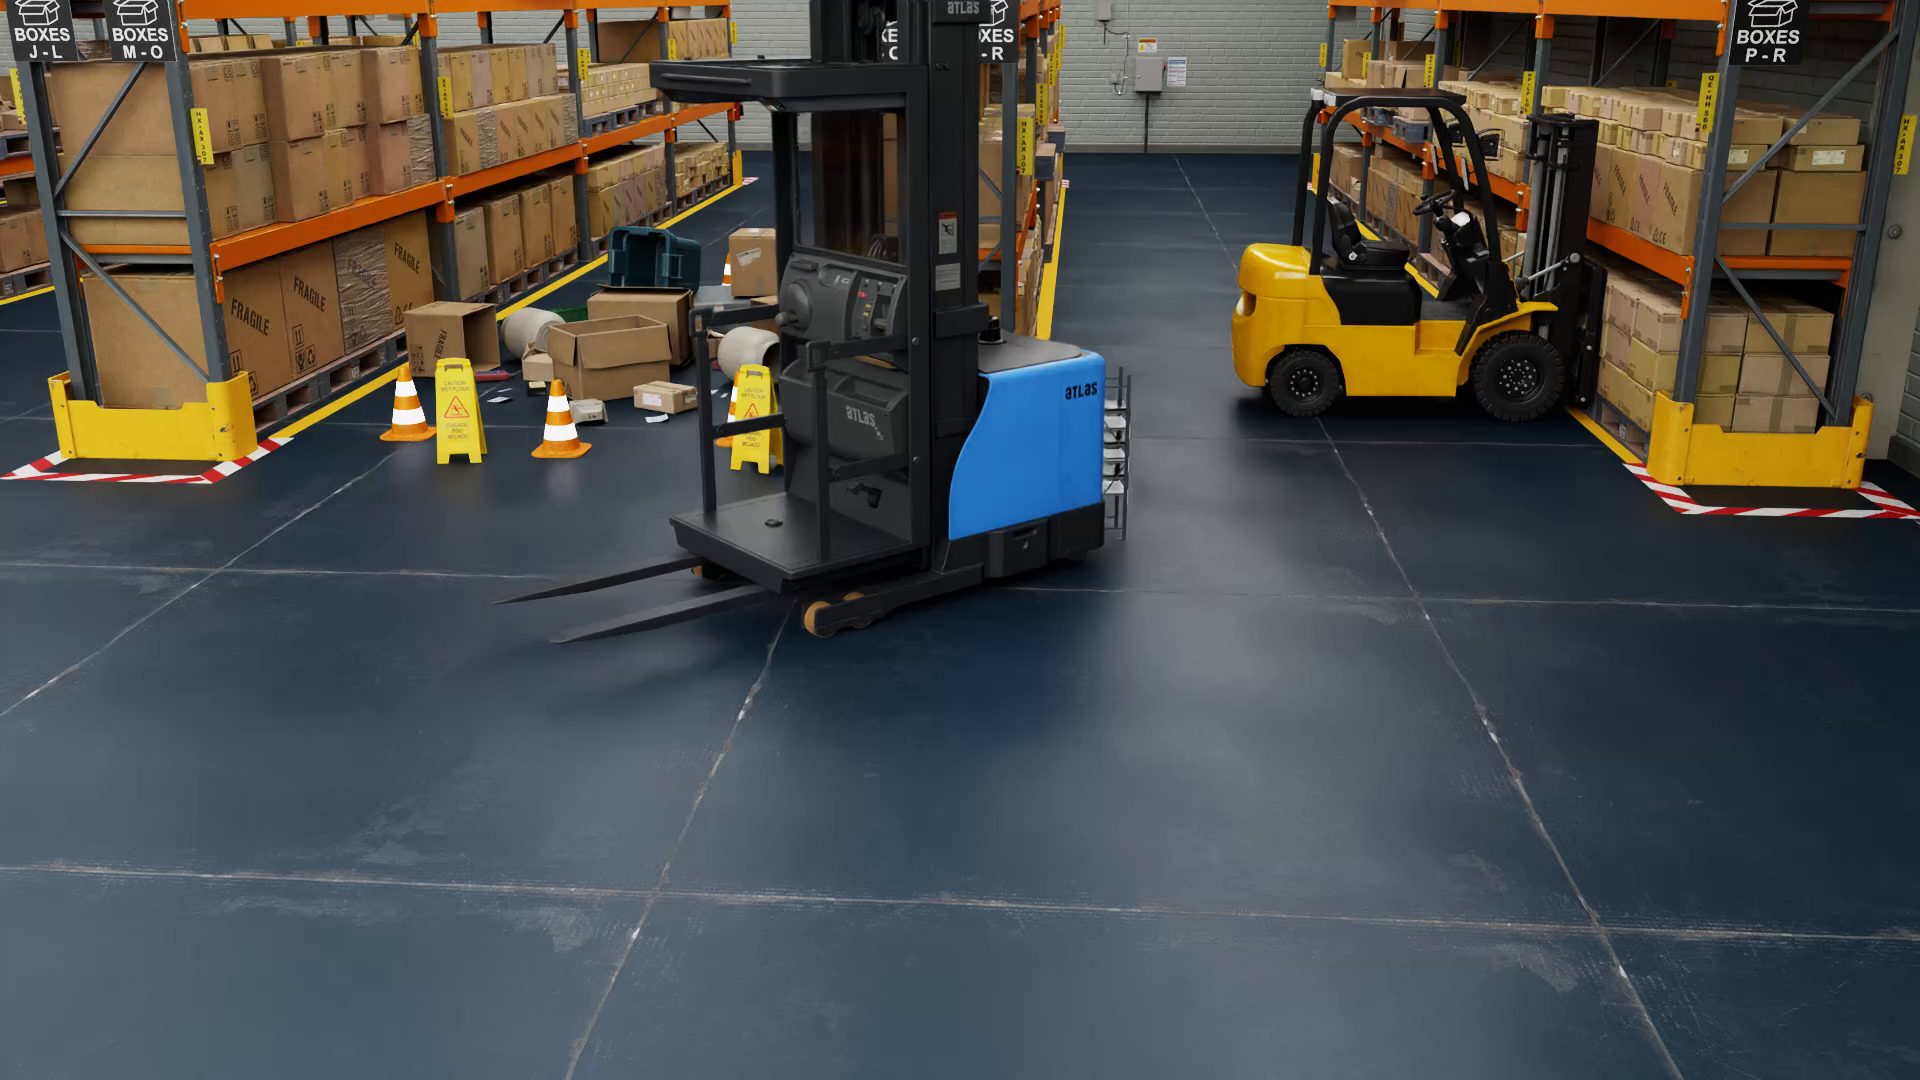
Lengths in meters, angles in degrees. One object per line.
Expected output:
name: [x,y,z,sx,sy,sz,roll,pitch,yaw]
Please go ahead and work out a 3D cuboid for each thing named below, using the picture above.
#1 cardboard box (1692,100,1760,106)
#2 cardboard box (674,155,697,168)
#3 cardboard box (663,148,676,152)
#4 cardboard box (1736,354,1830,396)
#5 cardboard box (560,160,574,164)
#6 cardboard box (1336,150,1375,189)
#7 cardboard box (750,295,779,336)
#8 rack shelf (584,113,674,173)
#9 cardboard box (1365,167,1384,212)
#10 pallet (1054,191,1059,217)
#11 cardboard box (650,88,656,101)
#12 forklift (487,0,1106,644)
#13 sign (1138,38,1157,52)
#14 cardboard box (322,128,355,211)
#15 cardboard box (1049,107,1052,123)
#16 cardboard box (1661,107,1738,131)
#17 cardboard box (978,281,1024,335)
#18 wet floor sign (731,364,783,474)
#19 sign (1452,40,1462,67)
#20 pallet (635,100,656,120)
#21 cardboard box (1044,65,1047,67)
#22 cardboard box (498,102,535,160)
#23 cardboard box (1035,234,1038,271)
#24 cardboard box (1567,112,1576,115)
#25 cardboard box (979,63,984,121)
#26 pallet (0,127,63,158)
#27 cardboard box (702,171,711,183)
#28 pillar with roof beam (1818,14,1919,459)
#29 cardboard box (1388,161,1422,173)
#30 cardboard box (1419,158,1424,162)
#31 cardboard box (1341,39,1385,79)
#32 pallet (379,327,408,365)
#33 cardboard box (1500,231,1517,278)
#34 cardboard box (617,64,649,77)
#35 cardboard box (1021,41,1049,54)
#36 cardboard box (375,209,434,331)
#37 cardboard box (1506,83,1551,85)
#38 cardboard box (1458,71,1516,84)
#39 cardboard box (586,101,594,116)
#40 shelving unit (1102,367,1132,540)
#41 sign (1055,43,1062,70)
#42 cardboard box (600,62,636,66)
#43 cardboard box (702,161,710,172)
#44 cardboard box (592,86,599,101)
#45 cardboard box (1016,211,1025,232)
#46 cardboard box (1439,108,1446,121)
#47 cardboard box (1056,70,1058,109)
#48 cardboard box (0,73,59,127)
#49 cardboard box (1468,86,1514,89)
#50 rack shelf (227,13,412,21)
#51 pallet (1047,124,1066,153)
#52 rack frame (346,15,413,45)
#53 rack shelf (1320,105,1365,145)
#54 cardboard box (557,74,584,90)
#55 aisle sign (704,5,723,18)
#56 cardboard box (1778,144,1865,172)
cardboard box: [5.164,-2.880,11.214,0.380,0.149,0.250,1,18,4]
cardboard box: [-3.873,-5.271,23.142,0.380,0.149,0.250,2,18,5]
cardboard box: [-4.348,-5.605,24.160,0.380,0.149,0.250,2,18,6]
cardboard box: [5.028,-1.075,10.325,0.500,0.250,0.500,2,18,5]
cardboard box: [-4.722,-4.220,19.120,0.500,0.250,0.500,2,18,5]
cardboard box: [5.558,-5.170,23.223,0.500,0.500,0.500,2,18,5]
cardboard box: [-1.311,-1.666,13.201,0.500,0.500,0.500,17,25,41]
rack shelf: [-4.392,-4.756,19.775,1.077,0.370,4.000,1,18,4]
cardboard box: [5.388,-4.397,20.864,0.500,0.500,0.500,2,18,6]
pallet: [0.829,-4.549,22.467,1.003,0.211,1.213,1,18,4]
cardboard box: [-4.079,-5.671,21.143,0.380,0.149,0.250,1,18,3]
forklift: [-0.719,-1.130,7.666,3.031,2.935,1.130,-14,23,-37]
sign: [3.408,-9.000,30.245,0.339,0.242,0.001,1,18,4]
cardboard box: [-4.947,-2.687,12.067,0.875,0.550,0.500,1,18,4]
cardboard box: [0.878,-5.265,20.416,0.500,0.250,0.500,1,18,3]
cardboard box: [4.673,-2.651,10.517,0.380,0.149,0.250,1,18,4]
cardboard box: [0.171,-1.414,10.958,0.500,0.500,0.500,1,18,2]
wet floor sign: [-1.245,-0.759,10.203,0.267,0.644,0.232,8,20,23]
sign: [6.201,-6.069,20.768,0.100,0.325,0.005,1,18,4]
pallet: [-4.448,-5.394,20.874,1.003,0.211,1.213,1,18,4]
cardboard box: [0.553,-4.151,15.463,0.500,0.500,0.500,1,18,2]
cardboard box: [-4.405,-3.909,15.874,0.500,0.500,0.500,2,18,5]
cardboard box: [0.254,-2.708,15.917,0.950,0.372,0.625,2,18,6]
cardboard box: [4.689,-3.071,12.276,0.380,0.149,0.250,2,18,5]
cardboard box: [-0.193,-3.210,11.658,0.700,0.500,0.500,1,18,4]
pallet: [-9.576,-3.912,16.352,1.003,0.211,1.213,1,18,4]
cardboard box: [-3.814,-5.234,23.982,0.380,0.149,0.250,2,18,5]
pillar with roof beam: [1.442,-4.946,9.567,9.100,9.000,0.400,1,18,4]
cardboard box: [5.400,-4.492,20.111,0.380,0.149,0.250,1,18,3]
cardboard box: [5.895,-4.648,20.588,0.380,0.149,0.250,1,18,4]
cardboard box: [5.526,-6.598,22.801,0.500,0.500,0.500,2,18,5]
pallet: [-4.954,-1.675,13.695,1.003,0.211,1.213,1,18,4]
cardboard box: [5.100,-2.279,14.200,0.875,0.625,0.625,2,18,6]
cardboard box: [-4.101,-5.869,20.792,0.380,0.149,0.250,1,18,2]
cardboard box: [0.715,-5.222,18.277,0.500,0.500,0.500,1,18,4]
cardboard box: [-4.937,-2.230,13.650,0.875,0.875,0.875,2,18,5]
cardboard box: [5.632,-4.454,16.497,0.380,0.149,0.250,2,18,5]
cardboard box: [5.553,-4.691,17.588,0.500,0.500,0.500,2,18,7]
cardboard box: [-4.282,-4.775,18.406,0.380,0.149,0.250,2,18,7]
shelving unit: [0.759,-0.458,8.876,0.258,0.900,0.210,-2,18,-7]
sign: [1.238,-6.143,21.122,0.100,0.325,0.005,1,18,4]
cardboard box: [-4.495,-6.064,21.975,0.500,0.500,0.500,1,18,4]
cardboard box: [-3.811,-5.375,23.937,0.380,0.149,0.250,2,18,7]
cardboard box: [-4.267,-5.011,18.650,0.380,0.149,0.250,1,18,2]
cardboard box: [0.235,-2.131,11.014,0.380,0.149,0.250,2,18,5]
cardboard box: [5.060,-4.322,16.735,0.500,0.250,0.500,1,18,4]
cardboard box: [1.073,-6.138,22.677,0.500,0.500,0.500,1,18,4]
cardboard box: [-9.414,-4.522,17.070,0.700,0.500,0.500,4,19,12]
cardboard box: [5.039,-4.228,15.806,0.380,0.149,0.250,1,18,5]
rack shelf: [-9.045,-7.566,23.533,1.077,0.370,4.000,1,18,4]
pallet: [0.465,-4.083,16.873,1.213,0.211,1.003,1,18,4]
rack frame: [-8.902,-7.103,25.784,1.000,3.000,0.127,1,18,4]
rack shelf: [5.791,-5.809,22.991,1.077,0.370,4.000,1,18,4]
cardboard box: [-4.308,-4.980,18.078,0.380,0.149,0.250,1,18,4]
aisle sign: [-3.657,-8.213,24.994,0.394,0.787,0.004,1,18,4]
cardboard box: [5.070,-2.259,9.796,0.380,0.149,0.250,1,18,3]
